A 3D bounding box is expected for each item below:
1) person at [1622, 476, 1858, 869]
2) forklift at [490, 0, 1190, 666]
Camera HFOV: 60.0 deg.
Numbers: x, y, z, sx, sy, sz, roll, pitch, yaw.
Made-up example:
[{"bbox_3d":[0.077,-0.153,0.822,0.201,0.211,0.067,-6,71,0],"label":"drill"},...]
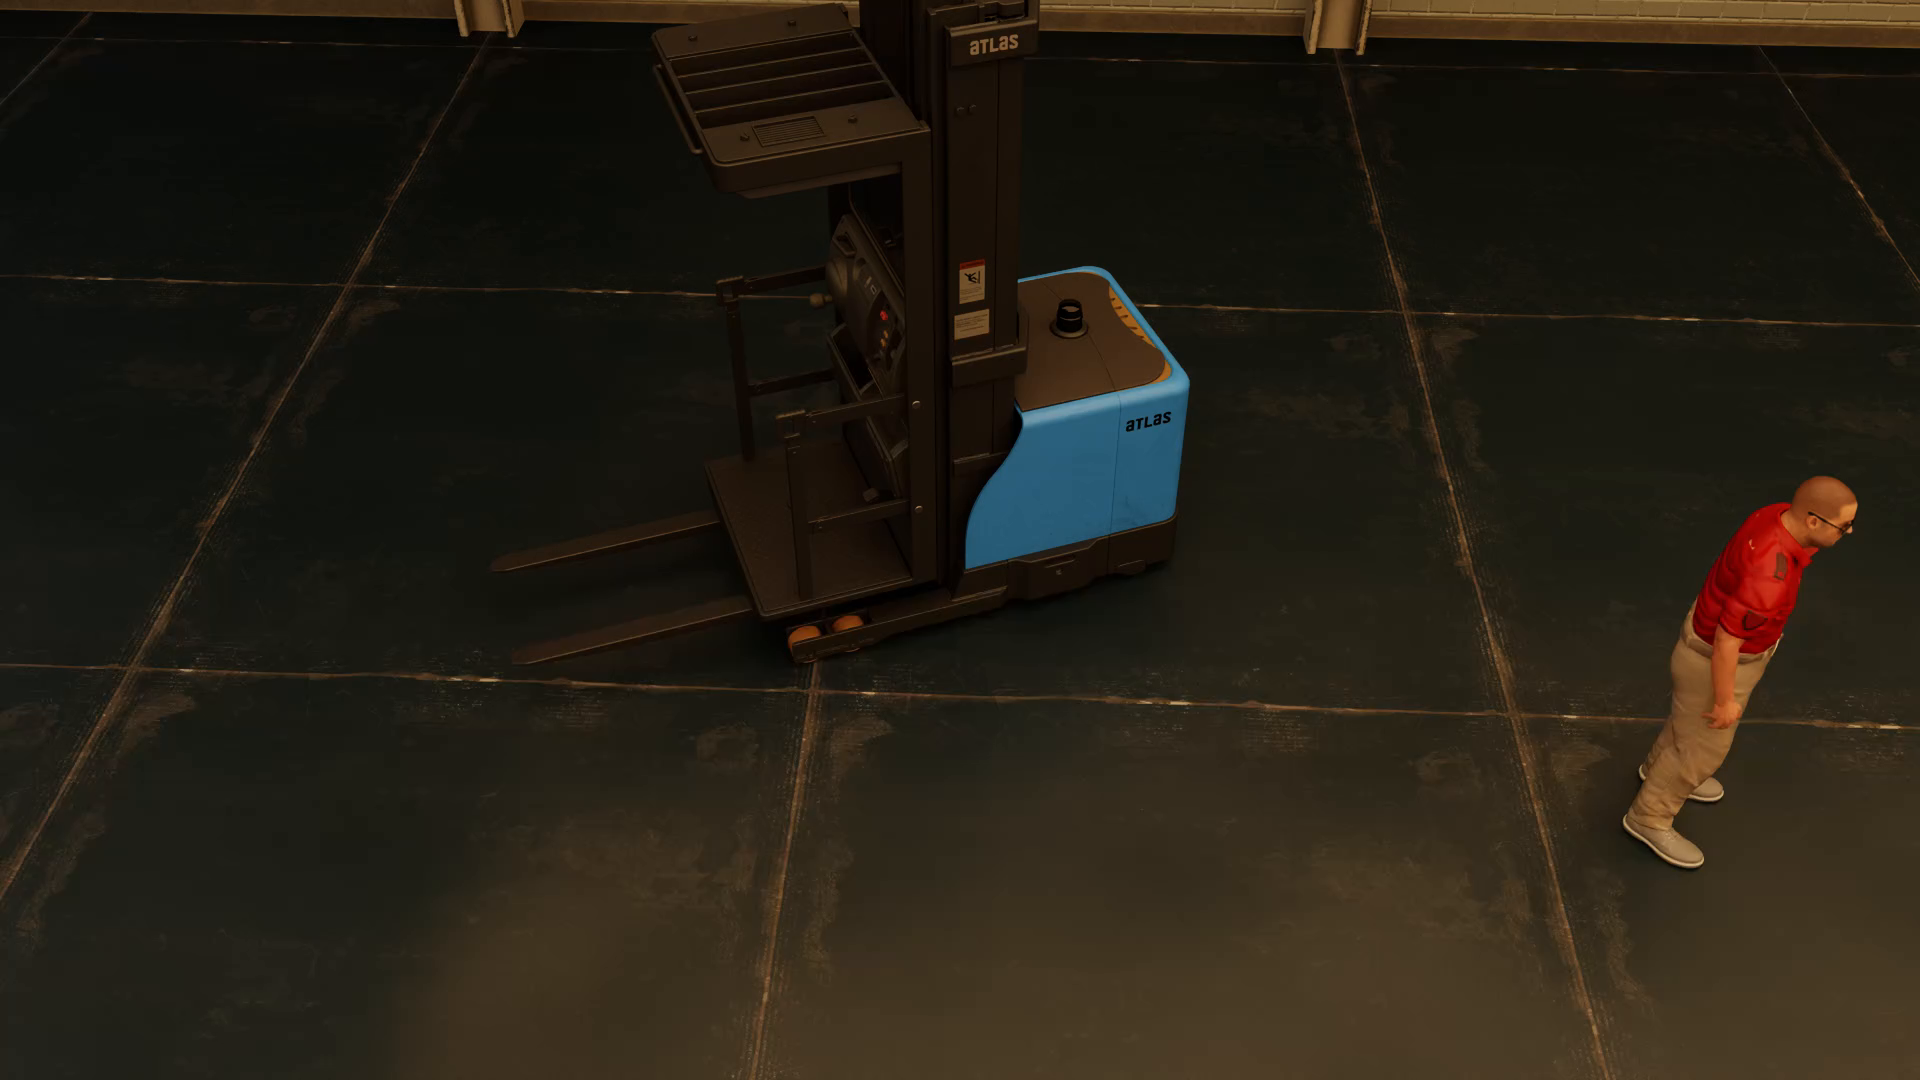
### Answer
[{"bbox_3d":[2.855,0.436,6.157,0.388,1.726,0.591,21,47,22],"label":"person"},{"bbox_3d":[-0.573,-0.945,6.778,3.031,2.935,1.130,-13,44,-14],"label":"forklift"}]
